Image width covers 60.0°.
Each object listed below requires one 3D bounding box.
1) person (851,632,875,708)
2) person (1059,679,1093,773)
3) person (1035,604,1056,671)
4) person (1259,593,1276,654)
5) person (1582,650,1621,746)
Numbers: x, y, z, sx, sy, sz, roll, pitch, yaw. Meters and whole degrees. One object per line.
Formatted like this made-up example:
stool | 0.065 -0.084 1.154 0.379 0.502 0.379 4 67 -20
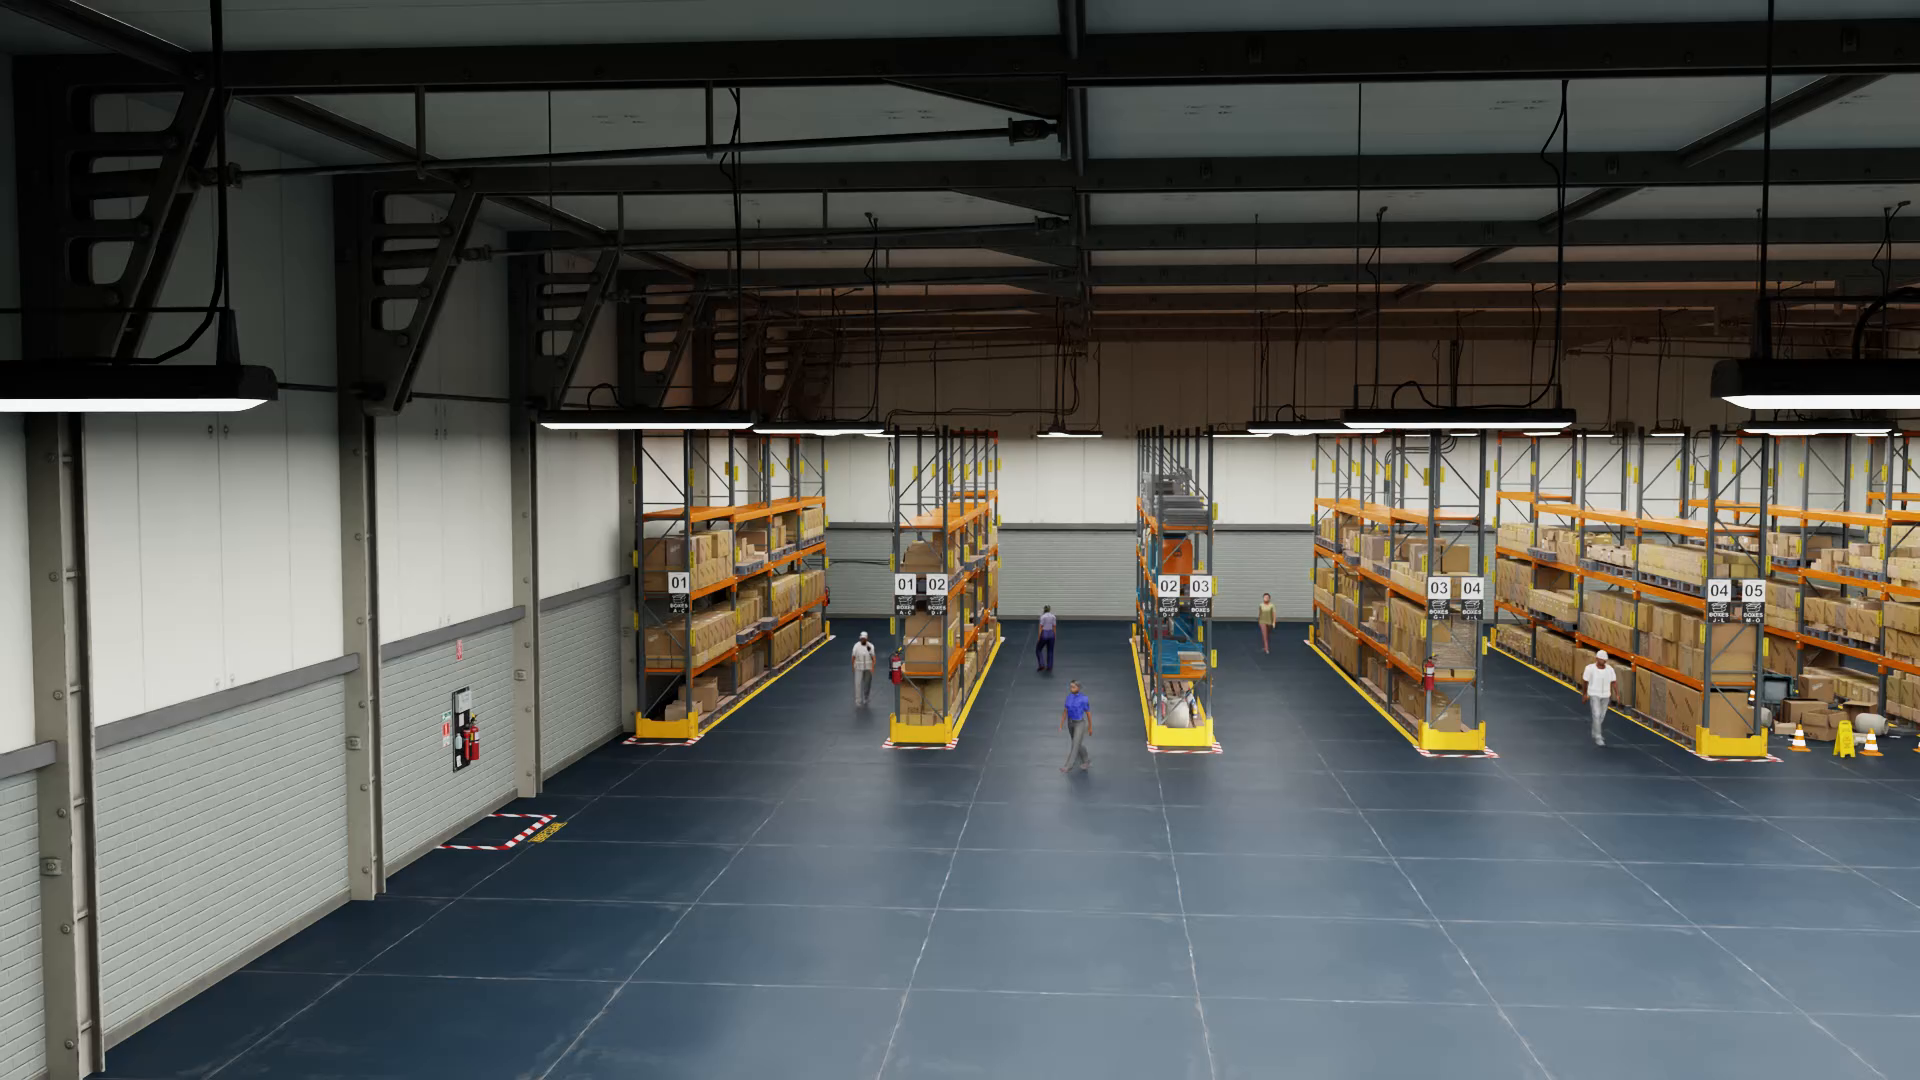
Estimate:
person | -2.057 2.760 35.531 0.511 1.605 1.004 -1 4 -12
person | 1.944 3.188 28.528 1.045 1.597 0.474 -3 5 -43
person | 2.143 2.444 41.268 0.525 1.695 0.381 -1 4 -23
person | 8.238 2.230 44.525 0.432 1.605 1.084 0 3 -6
person | 12.097 2.949 31.358 0.627 1.756 0.757 0 3 -5
